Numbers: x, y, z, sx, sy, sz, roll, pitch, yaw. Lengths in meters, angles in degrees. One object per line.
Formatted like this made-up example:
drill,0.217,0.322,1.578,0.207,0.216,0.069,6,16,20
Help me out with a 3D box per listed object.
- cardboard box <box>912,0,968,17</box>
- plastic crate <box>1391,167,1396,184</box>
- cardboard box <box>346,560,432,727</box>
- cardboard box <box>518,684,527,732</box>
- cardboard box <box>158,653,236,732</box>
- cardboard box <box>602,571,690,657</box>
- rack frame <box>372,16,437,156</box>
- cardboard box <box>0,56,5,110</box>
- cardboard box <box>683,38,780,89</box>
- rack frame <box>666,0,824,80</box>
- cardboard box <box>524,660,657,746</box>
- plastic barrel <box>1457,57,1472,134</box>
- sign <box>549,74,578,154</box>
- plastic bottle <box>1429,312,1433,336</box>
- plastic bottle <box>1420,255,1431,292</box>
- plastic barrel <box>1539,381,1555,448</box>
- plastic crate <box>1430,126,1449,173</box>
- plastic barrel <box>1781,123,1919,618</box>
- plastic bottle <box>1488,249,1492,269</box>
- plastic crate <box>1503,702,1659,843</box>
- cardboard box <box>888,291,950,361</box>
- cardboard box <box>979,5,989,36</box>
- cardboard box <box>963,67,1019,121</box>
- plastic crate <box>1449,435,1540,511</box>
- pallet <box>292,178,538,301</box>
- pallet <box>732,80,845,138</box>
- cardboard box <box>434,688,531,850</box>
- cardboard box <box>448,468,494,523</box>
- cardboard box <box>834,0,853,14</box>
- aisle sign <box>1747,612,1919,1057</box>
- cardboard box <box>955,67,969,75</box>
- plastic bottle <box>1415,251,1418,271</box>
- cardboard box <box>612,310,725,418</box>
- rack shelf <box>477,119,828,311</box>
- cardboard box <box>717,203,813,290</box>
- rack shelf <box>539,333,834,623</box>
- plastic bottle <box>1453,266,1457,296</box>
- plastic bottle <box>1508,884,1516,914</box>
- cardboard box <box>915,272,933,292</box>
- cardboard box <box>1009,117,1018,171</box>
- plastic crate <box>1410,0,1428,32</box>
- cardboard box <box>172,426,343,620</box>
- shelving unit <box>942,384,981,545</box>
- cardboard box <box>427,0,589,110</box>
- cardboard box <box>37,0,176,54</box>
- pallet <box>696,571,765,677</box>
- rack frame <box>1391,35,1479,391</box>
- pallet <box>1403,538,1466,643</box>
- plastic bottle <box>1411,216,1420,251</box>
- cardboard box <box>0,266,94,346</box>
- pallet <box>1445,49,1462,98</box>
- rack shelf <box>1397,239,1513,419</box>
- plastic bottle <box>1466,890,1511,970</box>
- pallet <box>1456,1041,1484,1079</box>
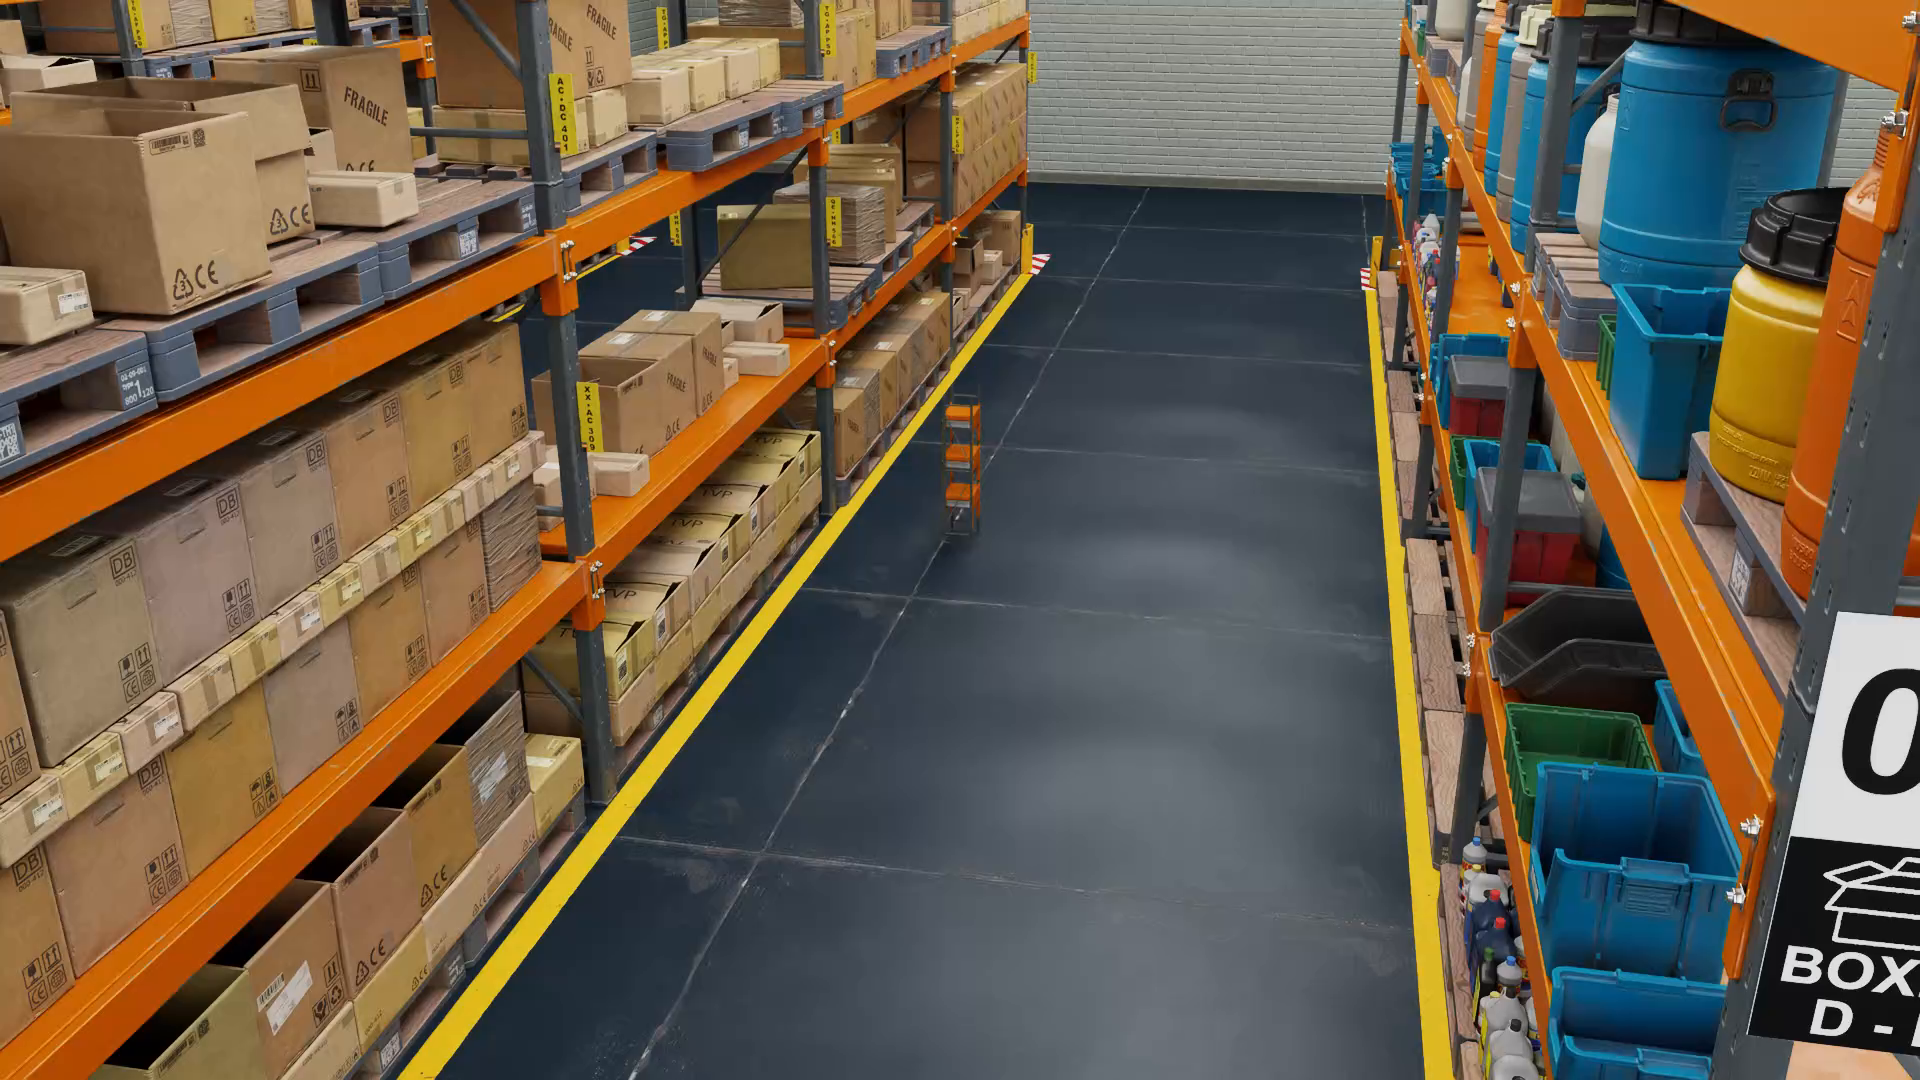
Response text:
cardboard box,-0.222,-4.788,14.743,0.500,0.250,0.500,4,22,11
plastic crate,4.443,-3.640,16.650,0.250,0.136,0.298,4,22,11
cardboard box,-2.489,0.343,6.352,0.700,0.500,0.500,5,22,12
cardboard box,-2.396,0.757,8.576,0.500,0.250,0.500,4,22,10
cardboard box,-2.513,0.461,5.191,0.380,0.149,0.250,4,22,9
cardboard box,-1.761,0.356,8.822,0.500,0.311,0.500,4,22,10
rack frame,-5.415,-3.452,15.908,1.000,3.000,0.127,4,22,11
cardboard box,-6.586,-2.970,10.533,0.797,0.503,0.637,8,23,18
cardboard box,-1.418,-2.959,10.308,0.500,0.250,0.500,3,22,7
rack frame,-1.381,-4.395,10.221,1.000,3.000,0.127,4,22,11
cardboard box,-1.872,0.803,8.464,0.500,0.250,0.500,4,22,10
plastic barrel,3.104,-2.586,9.596,0.421,0.512,0.421,0,22,0
sign,-1.653,-1.776,6.934,0.100,0.325,0.005,4,22,11
plastic bottle,3.241,-1.483,11.285,0.097,0.201,0.097,0,22,0
plastic bottle,3.510,-1.997,12.469,0.097,0.271,0.097,0,22,0
plastic barrel,3.381,-0.739,9.023,0.421,0.512,0.421,0,22,0
plastic crate,5.215,-4.067,17.308,0.616,0.435,0.499,4,22,11
plastic barrel,1.810,-0.280,2.883,0.600,0.830,0.708,4,22,11
plastic bottle,4.276,-2.323,13.173,0.144,0.351,0.185,4,22,11
plastic crate,2.098,0.803,5.629,0.450,0.188,0.662,4,22,11
cardboard box,-0.385,-1.918,14.857,0.500,0.500,0.500,4,22,11
cardboard box,-0.014,-4.921,15.744,0.500,0.250,0.500,4,22,11
cardboard box,0.328,-4.680,17.486,0.500,0.500,0.500,5,22,12
plastic crate,2.731,-0.331,8.443,0.450,0.188,0.662,4,22,11
pallet,-2.346,-1.186,6.386,1.003,0.211,1.213,4,22,11
pallet,-1.432,-2.661,10.184,1.213,0.211,1.003,6,23,13
cardboard box,-2.191,0.952,7.090,0.500,0.500,0.500,4,22,11
cardboard box,-2.146,-0.195,6.820,0.380,0.149,0.250,4,22,9
cardboard box,-1.077,-4.046,11.897,0.500,0.500,0.500,4,22,11
aisle sign,1.530,0.490,2.641,0.394,0.787,0.004,4,22,11
cardboard box,-0.196,-4.714,17.572,0.500,0.500,0.500,5,22,11
plastic bottle,3.652,-2.219,13.113,0.097,0.201,0.097,0,22,0
cardboard box,-1.707,-1.044,9.796,0.500,0.500,0.500,3,22,8
rack shelf,-1.789,-1.939,9.100,1.077,0.370,4.000,4,22,11
cardboard box,-1.362,-2.092,11.838,0.700,0.500,0.500,-3,22,-7
rack shelf,-1.789,-0.547,9.660,1.077,0.370,4.000,4,22,11
plastic bottle,3.631,-1.950,12.353,0.097,0.271,0.097,0,22,0
plastic bottle,2.223,1.497,6.669,0.061,0.283,0.133,4,22,11
cardboard box,-0.573,-2.536,16.646,0.500,0.311,0.500,4,22,11
cardboard box,0.324,-4.210,17.658,0.500,0.500,0.500,5,22,11
plastic crate,4.519,-4.984,15.781,0.504,0.338,0.767,4,22,11
cardboard box,-2.588,-0.084,5.677,0.700,0.500,0.500,4,22,11
shelving unit,0.011,-0.507,11.206,0.215,1.050,0.252,4,22,11
cardboard box,-2.032,-2.237,7.511,0.500,0.500,0.500,5,22,12
cardboard box,-6.190,-3.809,12.058,0.700,0.500,0.500,3,22,7
pallet,-1.838,0.424,10.018,1.003,0.211,1.213,4,22,11
rack frame,4.284,-2.696,14.033,1.000,3.000,0.127,4,22,11
pallet,3.272,0.340,10.226,1.003,0.211,1.213,4,22,11
plastic bottle,3.791,-2.541,13.803,0.061,0.283,0.133,4,22,11
cardboard box,-2.600,-0.638,4.494,0.380,0.149,0.250,4,22,11
pallet,3.991,-3.291,11.747,1.003,0.211,1.213,4,22,11
rack shelf,3.876,-1.631,12.351,1.077,0.370,4.000,4,22,11
plastic bottle,2.081,1.518,6.527,0.144,0.351,0.185,5,22,12
pallet,2.227,2.213,5.576,1.003,0.211,1.213,4,22,11
